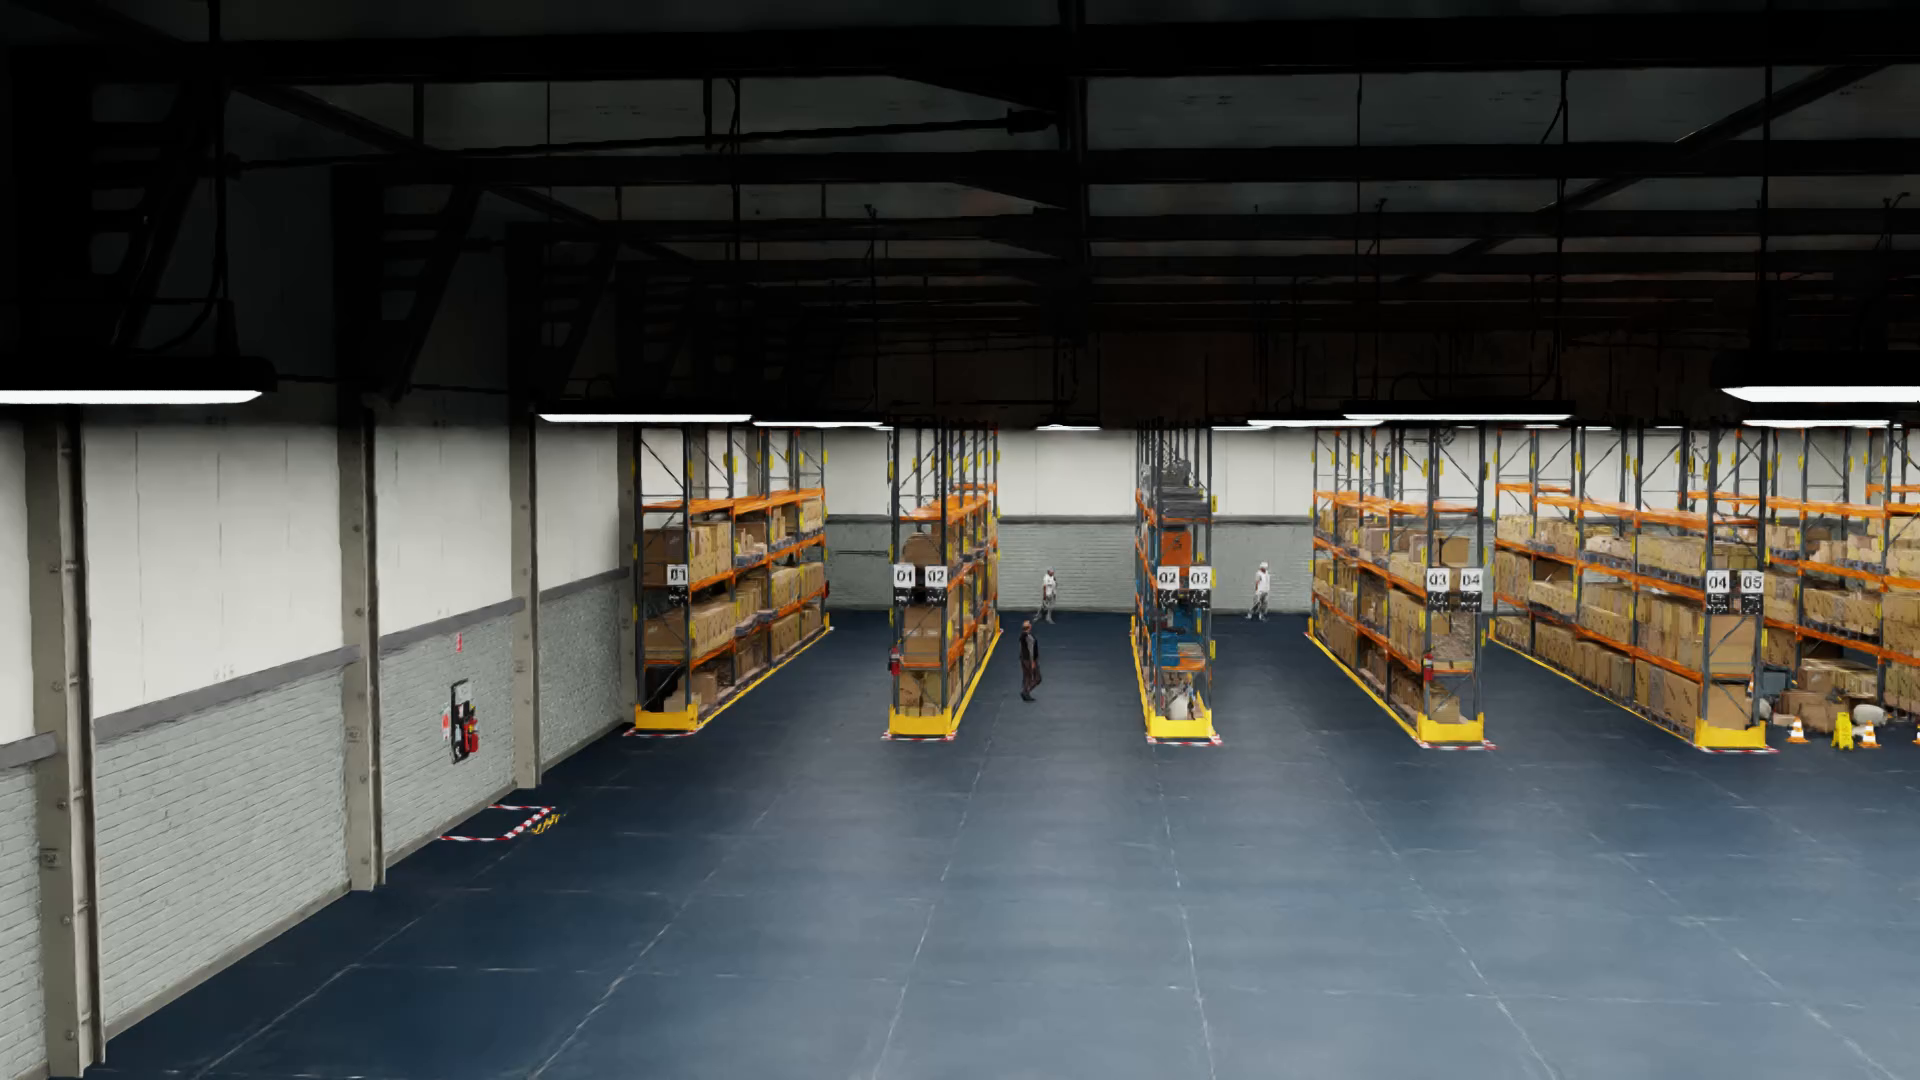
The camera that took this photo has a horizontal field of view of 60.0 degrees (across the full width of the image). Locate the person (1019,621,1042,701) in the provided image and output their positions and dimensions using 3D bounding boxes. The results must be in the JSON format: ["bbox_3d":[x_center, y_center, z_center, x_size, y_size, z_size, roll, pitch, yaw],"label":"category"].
[{"bbox_3d":[1.442,2.563,35.204,0.447,1.720,0.569,-2,4,-22],"label":"person"}]

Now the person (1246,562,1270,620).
[{"bbox_3d":[9.054,1.545,50.471,0.745,1.772,0.513,-3,5,-37],"label":"person"}]

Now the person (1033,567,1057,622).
[{"bbox_3d":[2.555,1.638,49.955,0.672,1.662,0.505,-3,5,-38],"label":"person"}]

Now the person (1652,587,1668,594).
[{"bbox_3d":[19.824,1.835,47.026,0.560,1.653,0.546,-2,4,-29],"label":"person"}]
